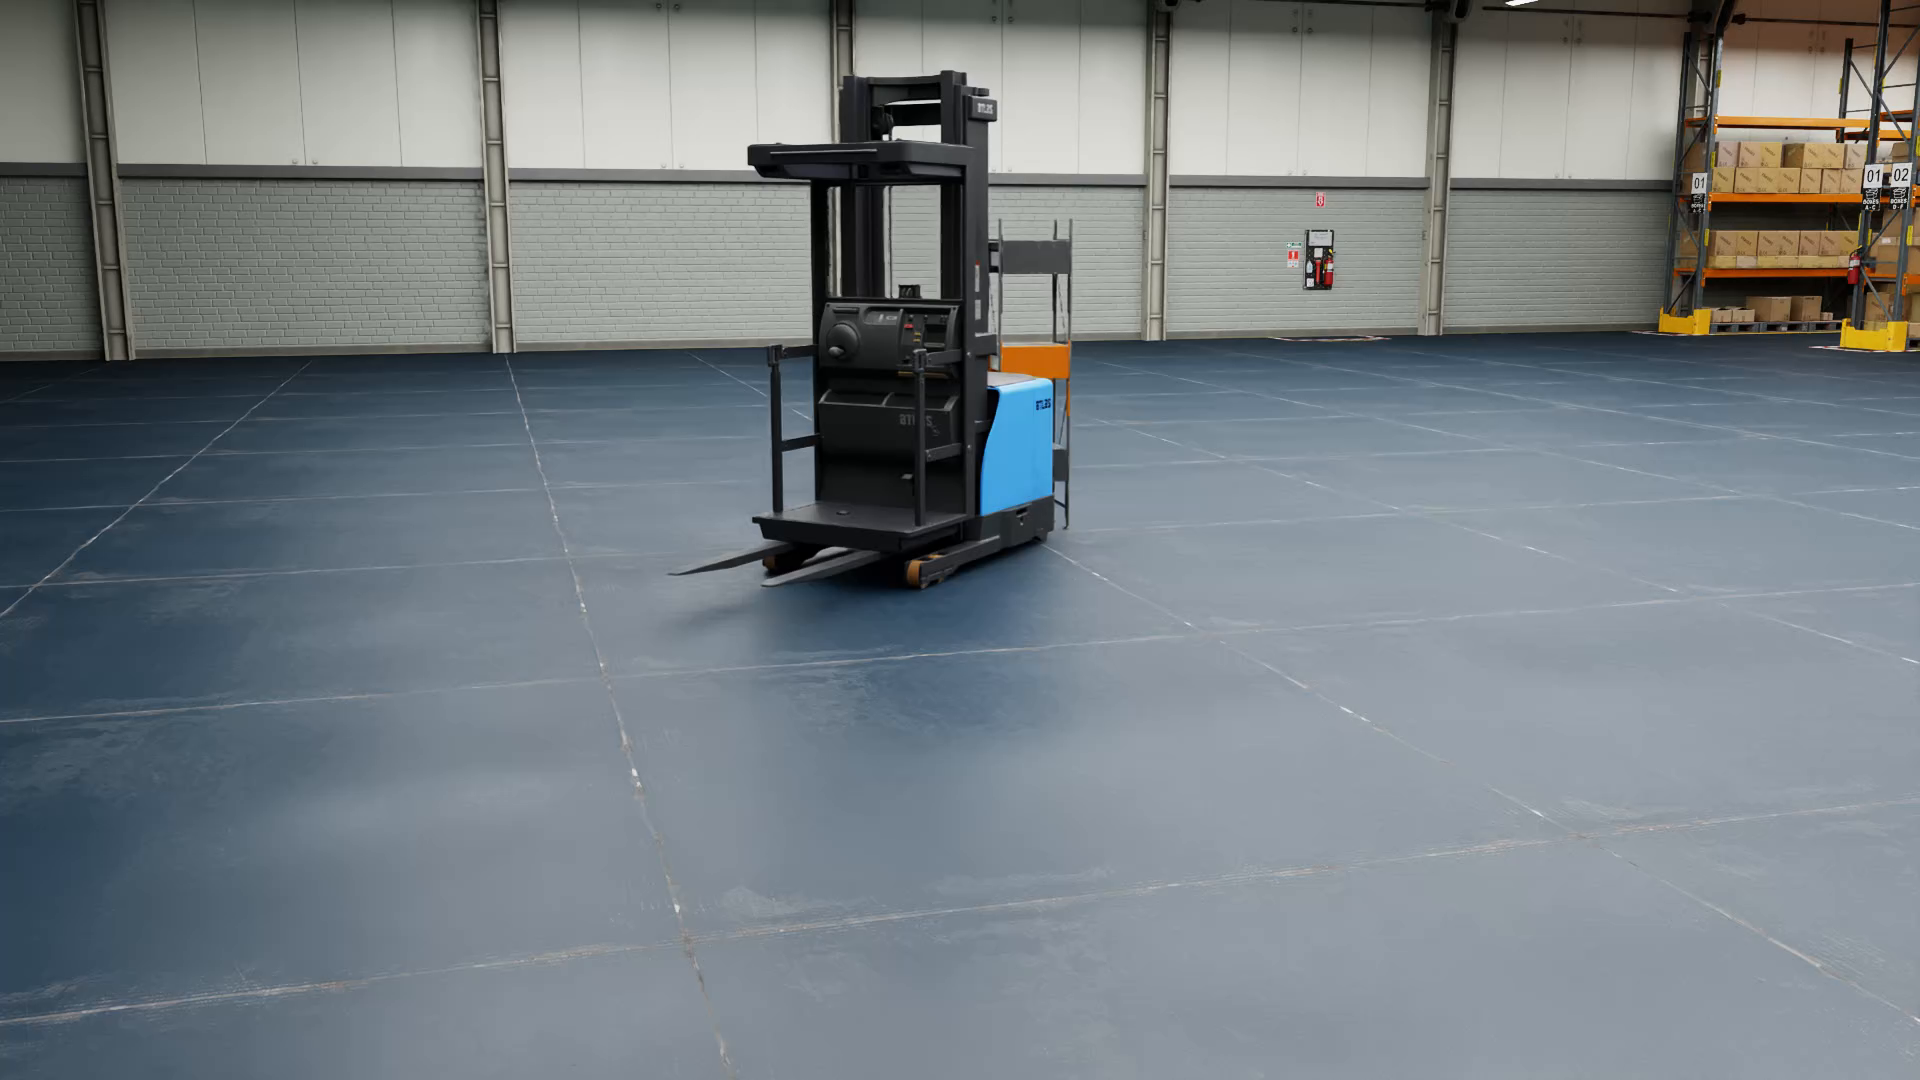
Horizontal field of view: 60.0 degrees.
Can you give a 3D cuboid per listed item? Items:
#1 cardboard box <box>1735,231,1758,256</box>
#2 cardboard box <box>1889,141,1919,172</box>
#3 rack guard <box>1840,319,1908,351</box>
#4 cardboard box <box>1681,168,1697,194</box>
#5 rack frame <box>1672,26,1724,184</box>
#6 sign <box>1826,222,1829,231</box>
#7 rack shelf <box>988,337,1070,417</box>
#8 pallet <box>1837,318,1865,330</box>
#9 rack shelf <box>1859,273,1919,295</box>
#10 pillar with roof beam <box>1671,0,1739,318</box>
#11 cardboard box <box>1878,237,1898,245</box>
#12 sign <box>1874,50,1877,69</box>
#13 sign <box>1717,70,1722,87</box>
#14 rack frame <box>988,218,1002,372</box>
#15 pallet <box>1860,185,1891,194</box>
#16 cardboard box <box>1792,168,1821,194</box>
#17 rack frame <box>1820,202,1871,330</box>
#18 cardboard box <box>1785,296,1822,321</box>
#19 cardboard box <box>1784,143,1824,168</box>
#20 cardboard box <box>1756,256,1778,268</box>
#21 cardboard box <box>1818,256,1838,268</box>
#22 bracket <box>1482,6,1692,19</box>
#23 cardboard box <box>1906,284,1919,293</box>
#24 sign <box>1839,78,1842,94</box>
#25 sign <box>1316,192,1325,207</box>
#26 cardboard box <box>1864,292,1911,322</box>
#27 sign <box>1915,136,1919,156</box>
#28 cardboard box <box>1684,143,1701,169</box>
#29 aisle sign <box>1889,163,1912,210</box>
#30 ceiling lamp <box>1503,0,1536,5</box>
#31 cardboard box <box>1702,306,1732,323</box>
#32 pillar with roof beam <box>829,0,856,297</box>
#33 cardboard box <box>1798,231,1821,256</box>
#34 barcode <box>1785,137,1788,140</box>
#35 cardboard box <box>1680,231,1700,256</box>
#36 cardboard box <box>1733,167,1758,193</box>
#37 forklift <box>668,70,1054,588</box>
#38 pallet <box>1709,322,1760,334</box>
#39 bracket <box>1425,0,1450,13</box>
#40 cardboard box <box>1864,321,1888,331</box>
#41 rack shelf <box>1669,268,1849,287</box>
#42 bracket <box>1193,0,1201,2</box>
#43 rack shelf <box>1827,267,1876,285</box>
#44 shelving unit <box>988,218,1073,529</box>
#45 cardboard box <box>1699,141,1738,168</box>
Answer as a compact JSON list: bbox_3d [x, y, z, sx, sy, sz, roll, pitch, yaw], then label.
[{"bbox_3d":[15.811,-6.028,33.793,0.500,0.500,0.500,-3,11,-16],"label":"cardboard box"},{"bbox_3d":[16.733,-6.697,29.021,0.637,0.503,0.797,-2,11,-12],"label":"cardboard box"},{"bbox_3d":[16.157,-3.636,29.419,0.348,0.500,1.175,-3,11,-16],"label":"rack guard"},{"bbox_3d":[15.121,-7.327,33.947,0.500,0.500,0.500,-2,11,-12],"label":"cardboard box"},{"bbox_3d":[14.792,-8.678,33.333,0.127,3.000,1.000,-3,11,-16],"label":"rack frame"},{"bbox_3d":[18.474,-6.596,35.393,0.005,0.325,0.100,-3,11,-16],"label":"sign"},{"bbox_3d":[0.462,-1.119,11.403,0.480,0.518,0.431,-2,11,-13],"label":"rack shelf"},{"bbox_3d":[19.379,-4.599,35.443,1.213,0.211,1.003,-3,11,-16],"label":"pallet"},{"bbox_3d":[18.100,-4.614,29.814,4.000,0.370,1.077,-3,11,-16],"label":"rack shelf"},{"bbox_3d":[16.425,-8.116,30.277,0.548,9.000,9.100,-3,11,-16],"label":"pillar with roof beam"},{"bbox_3d":[16.493,-5.288,29.416,0.250,0.149,0.380,-3,11,-17],"label":"cardboard box"},{"bbox_3d":[16.042,-8.411,29.080,0.005,0.325,0.100,-3,11,-16],"label":"sign"},{"bbox_3d":[14.943,-9.082,32.728,0.005,0.325,0.100,-3,11,-16],"label":"sign"},{"bbox_3d":[0.224,-1.123,11.346,0.015,2.100,0.400,-2,11,-13],"label":"rack frame"},{"bbox_3d":[19.255,-7.326,34.790,1.003,0.211,1.213,-3,11,-16],"label":"pallet"},{"bbox_3d":[17.206,-7.338,34.005,0.500,0.500,0.500,-3,11,-18],"label":"cardboard box"},{"bbox_3d":[18.632,-5.930,34.975,0.127,3.000,1.000,-3,11,-16],"label":"rack frame"},{"bbox_3d":[17.647,-4.858,34.839,0.500,0.500,0.500,-4,11,-20],"label":"cardboard box"},{"bbox_3d":[17.205,-7.826,33.894,0.500,0.500,0.500,-3,11,-18],"label":"cardboard box"},{"bbox_3d":[16.334,-5.687,34.012,0.500,0.250,0.500,-3,11,-17],"label":"cardboard box"},{"bbox_3d":[17.781,-5.766,34.441,0.500,0.250,0.500,-3,11,-16],"label":"cardboard box"},{"bbox_3d":[12.433,-10.420,32.854,4.783,0.066,0.076,-3,11,-16],"label":"bracket"},{"bbox_3d":[20.255,-5.376,35.583,0.500,0.250,0.500,-3,11,-18],"label":"cardboard box"},{"bbox_3d":[18.471,-9.514,34.856,0.005,0.325,0.100,-3,11,-16],"label":"sign"},{"bbox_3d":[7.042,-6.649,32.474,0.199,0.298,0.001,-3,11,-16],"label":"sign"},{"bbox_3d":[16.611,-4.169,29.770,0.500,0.500,0.500,-3,11,-16],"label":"cardboard box"},{"bbox_3d":[16.329,-6.714,28.315,0.005,0.325,0.100,-3,11,-16],"label":"sign"},{"bbox_3d":[15.132,-7.821,33.868,0.500,0.500,0.500,-3,11,-13],"label":"cardboard box"},{"bbox_3d":[16.202,-6.089,28.656,0.004,0.787,0.394,-3,11,-16],"label":"aisle sign"},{"bbox_3d":[9.430,-10.494,27.074,0.800,3.185,2.000,-3,11,-16],"label":"ceiling lamp"},{"bbox_3d":[15.481,-4.641,34.184,0.500,0.311,0.500,-4,11,-22],"label":"cardboard box"},{"bbox_3d":[-0.857,-7.205,25.329,0.548,9.000,9.100,-3,11,-16],"label":"pillar with roof beam"},{"bbox_3d":[17.300,-6.108,34.226,0.500,0.500,0.500,-3,11,-18],"label":"cardboard box"},{"bbox_3d":[17.177,-8.344,34.556,0.075,0.075,0.001,-3,11,-16],"label":"barcode"},{"bbox_3d":[15.185,-6.094,34.150,0.500,0.500,0.500,-3,11,-17],"label":"cardboard box"},{"bbox_3d":[15.708,-7.257,33.563,0.500,0.500,0.500,-2,11,-12],"label":"cardboard box"},{"bbox_3d":[-0.533,-1.256,9.772,1.130,2.935,3.031,6,12,29],"label":"forklift"},{"bbox_3d":[15.654,-4.395,34.339,1.213,0.211,1.003,-3,11,-16],"label":"pallet"},{"bbox_3d":[9.162,-10.248,31.917,0.430,0.232,0.235,-3,11,-16],"label":"bracket"},{"bbox_3d":[16.612,-3.800,29.836,0.500,0.250,0.500,-3,11,-16],"label":"cardboard box"},{"bbox_3d":[16.712,-5.475,34.491,4.000,0.370,1.077,-3,11,-16],"label":"rack shelf"},{"bbox_3d":[4.198,-9.986,30.496,0.430,0.232,0.235,-3,11,-16],"label":"bracket"},{"bbox_3d":[20.552,-5.678,35.590,4.000,0.370,1.077,-3,11,-16],"label":"rack shelf"},{"bbox_3d":[0.462,-1.133,11.401,0.503,2.100,0.431,-2,11,-13],"label":"shelving unit"},{"bbox_3d":[15.229,-7.731,33.379,0.500,0.500,0.500,-4,11,-20],"label":"cardboard box"}]
